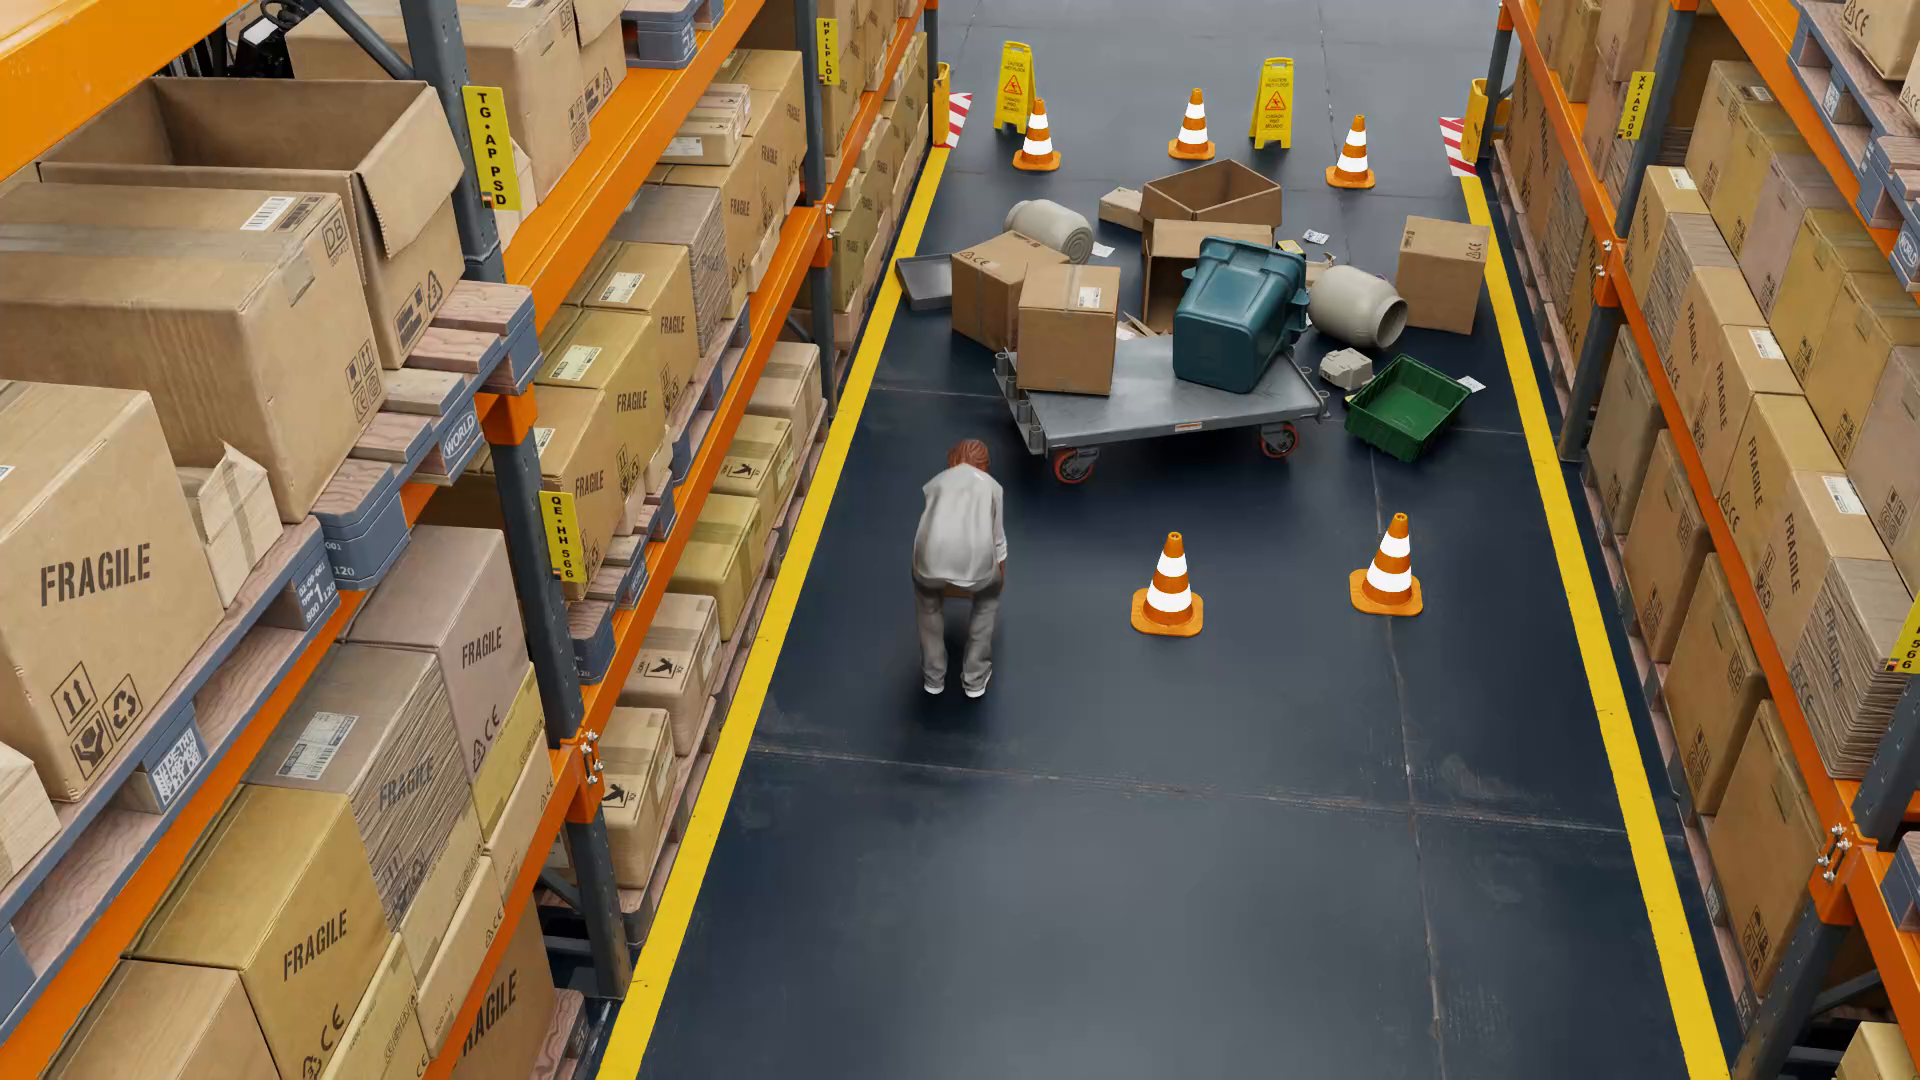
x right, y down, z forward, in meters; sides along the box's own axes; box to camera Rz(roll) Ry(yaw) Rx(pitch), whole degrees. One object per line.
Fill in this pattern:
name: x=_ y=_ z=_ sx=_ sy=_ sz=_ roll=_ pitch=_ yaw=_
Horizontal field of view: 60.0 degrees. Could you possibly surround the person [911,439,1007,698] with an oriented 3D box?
person: x=0.002 y=0.138 z=7.360 sx=0.389 sy=1.001 sz=0.870 roll=3 pitch=37 yaw=4
